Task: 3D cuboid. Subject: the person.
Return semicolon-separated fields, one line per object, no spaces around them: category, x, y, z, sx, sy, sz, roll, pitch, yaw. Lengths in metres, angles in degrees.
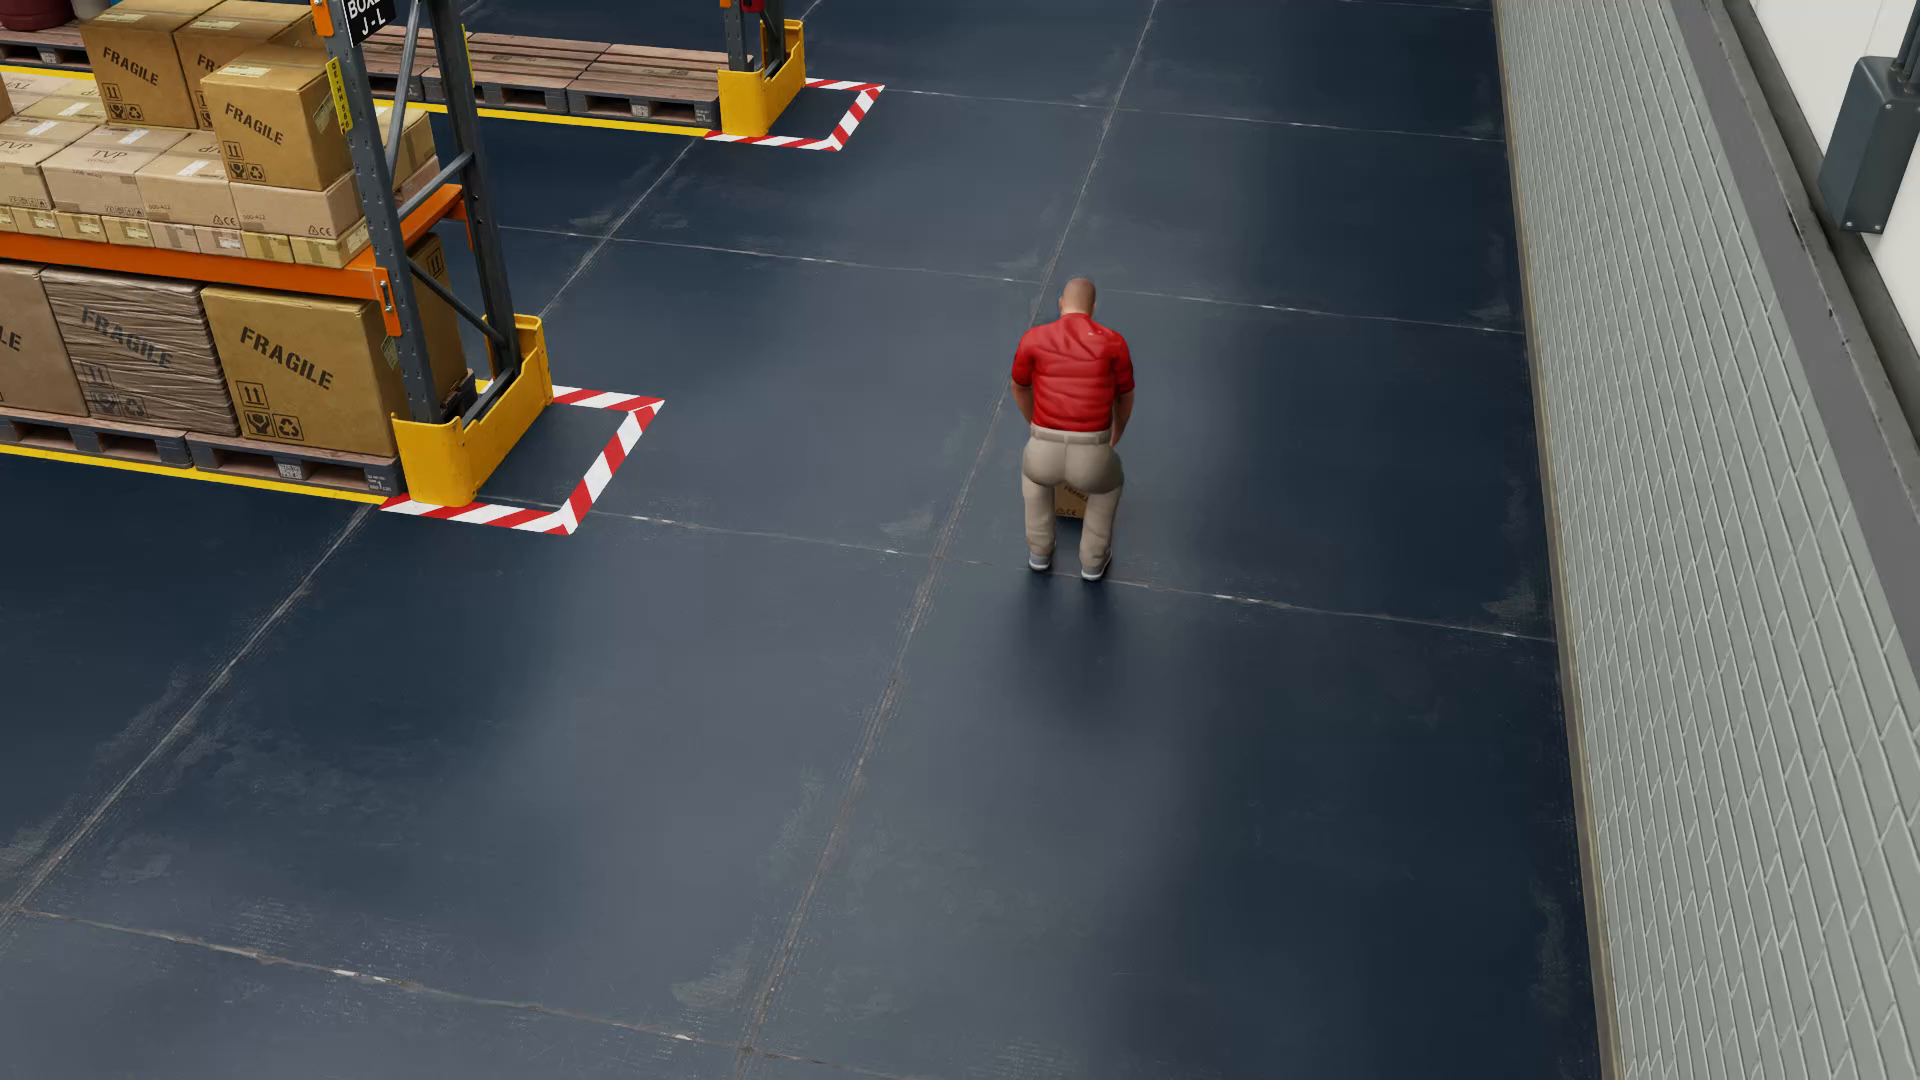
person;0.511;-0.494;7.928;0.590;1.409;0.707;8;37;10
